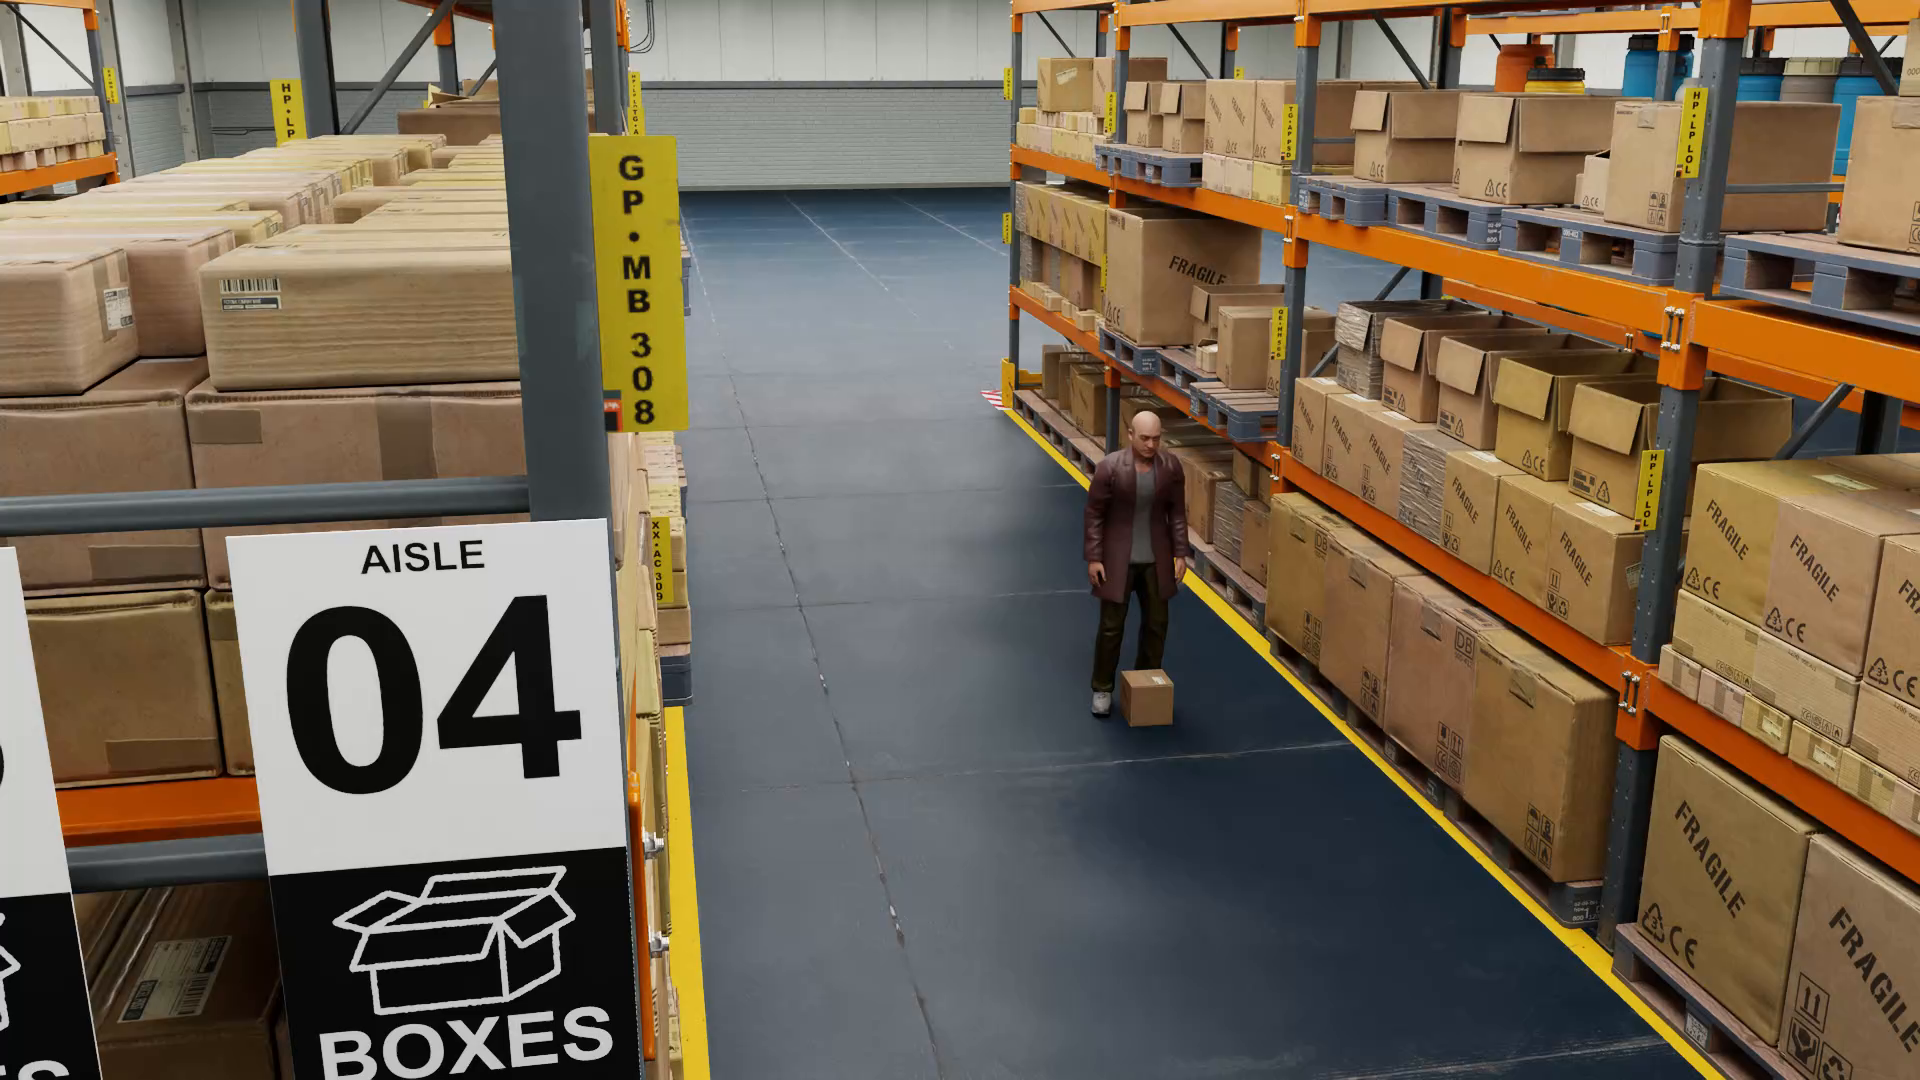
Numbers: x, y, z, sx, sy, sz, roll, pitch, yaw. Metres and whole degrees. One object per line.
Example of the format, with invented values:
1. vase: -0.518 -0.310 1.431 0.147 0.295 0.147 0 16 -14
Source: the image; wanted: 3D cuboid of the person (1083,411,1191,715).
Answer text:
1. person: 1.025 0.117 9.655 0.642 1.774 0.422 -3 16 -10
